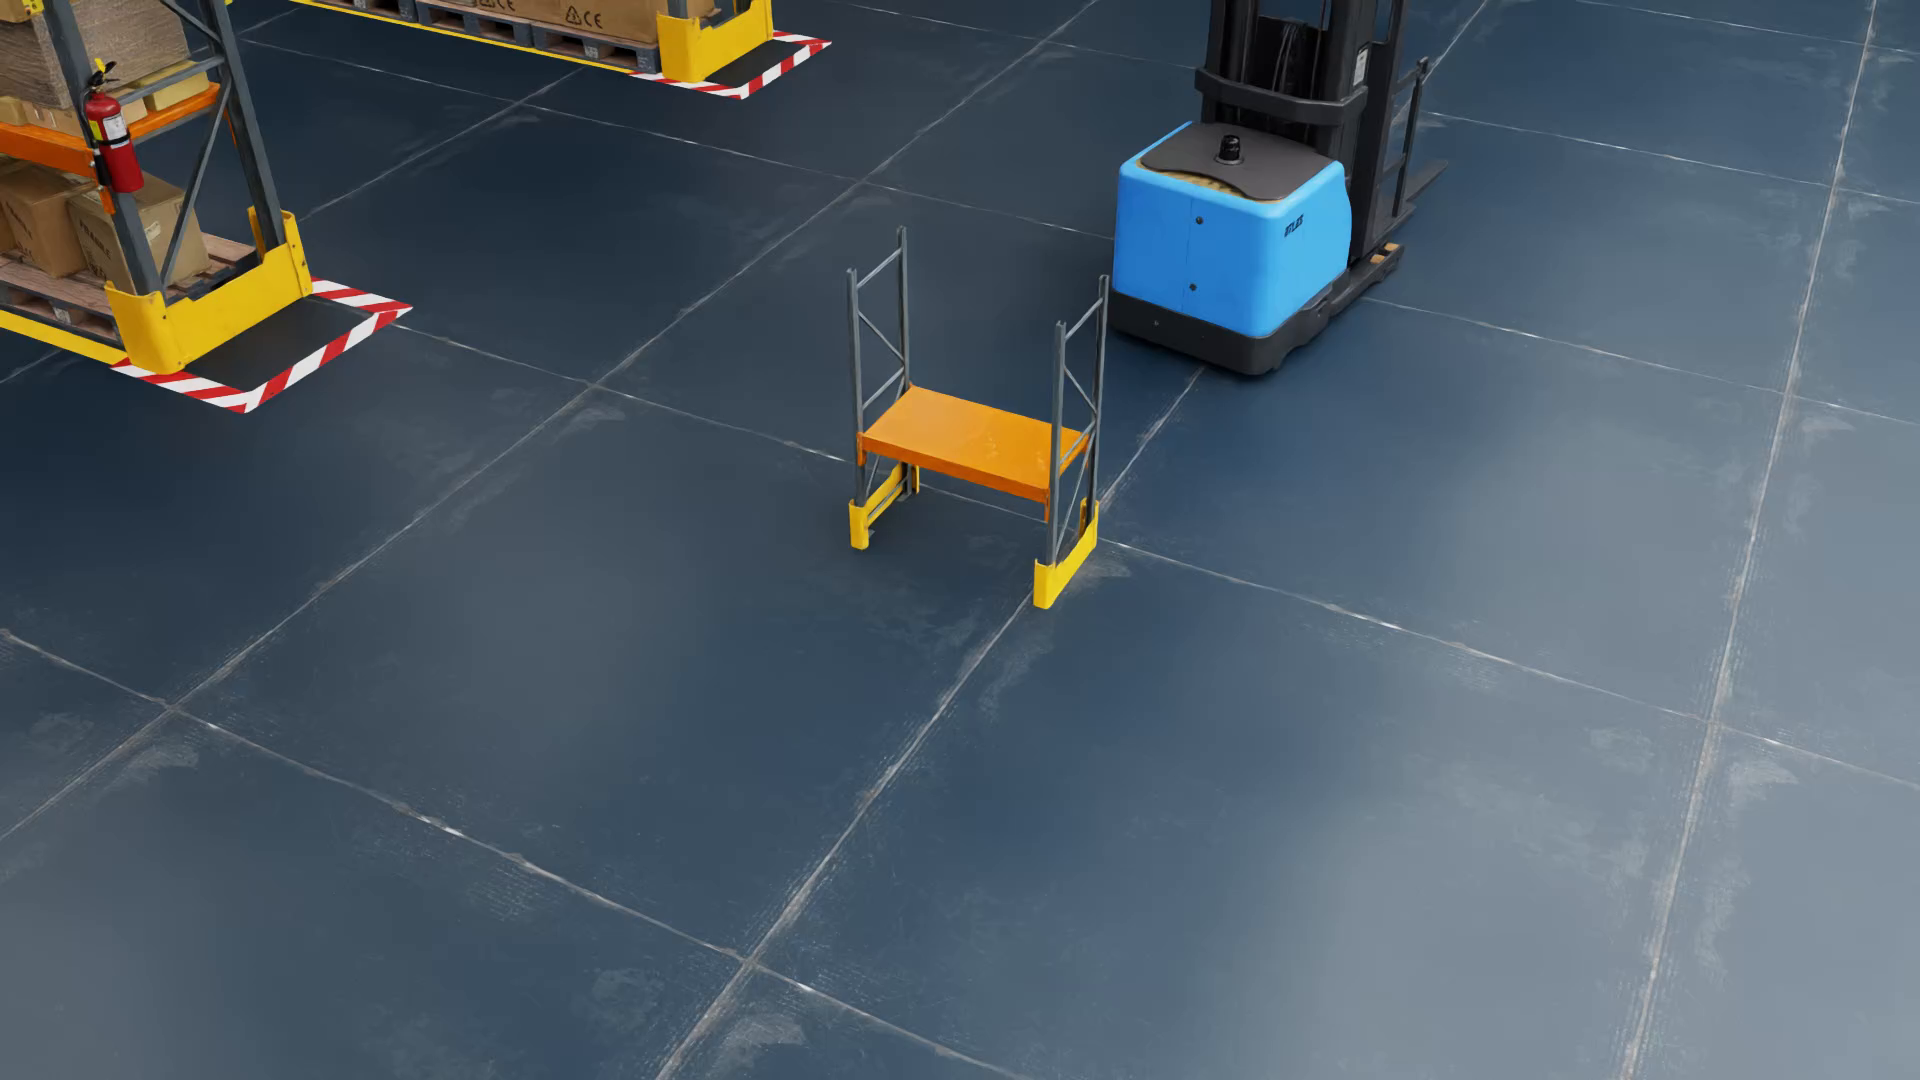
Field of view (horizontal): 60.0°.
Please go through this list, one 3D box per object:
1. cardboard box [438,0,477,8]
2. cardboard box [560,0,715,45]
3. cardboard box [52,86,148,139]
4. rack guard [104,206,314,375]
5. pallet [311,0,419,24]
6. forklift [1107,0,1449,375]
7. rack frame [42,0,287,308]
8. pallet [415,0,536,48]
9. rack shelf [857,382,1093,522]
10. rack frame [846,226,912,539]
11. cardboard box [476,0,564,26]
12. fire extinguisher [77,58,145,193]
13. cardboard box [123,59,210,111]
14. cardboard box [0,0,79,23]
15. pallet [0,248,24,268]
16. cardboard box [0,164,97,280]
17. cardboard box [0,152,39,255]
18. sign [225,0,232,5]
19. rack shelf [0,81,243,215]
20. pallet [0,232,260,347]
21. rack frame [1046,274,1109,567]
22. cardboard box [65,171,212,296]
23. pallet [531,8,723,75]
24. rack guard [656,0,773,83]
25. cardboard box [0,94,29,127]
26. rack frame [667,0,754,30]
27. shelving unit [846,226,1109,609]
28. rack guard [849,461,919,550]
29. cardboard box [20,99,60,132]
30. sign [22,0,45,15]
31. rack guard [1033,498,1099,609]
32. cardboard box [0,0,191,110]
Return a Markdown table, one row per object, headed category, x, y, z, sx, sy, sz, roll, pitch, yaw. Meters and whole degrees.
| category | x | y | z | sx | sy | sz | roll | pitch | yaw |
| --- | --- | --- | --- | --- | --- | --- | --- | --- | --- |
| cardboard box | -4.181 | -5.070 | 13.858 | 0.875 | 0.875 | 0.875 | 18 | 41 | 22 |
| cardboard box | -2.590 | -4.572 | 13.202 | 0.875 | 0.875 | 0.875 | 18 | 41 | 22 |
| cardboard box | -4.677 | -2.331 | 9.048 | 0.250 | 0.149 | 0.380 | 17 | 41 | 21 |
| rack guard | -4.396 | -1.489 | 9.798 | 0.348 | 0.500 | 1.175 | 17 | 41 | 21 |
| pallet | -4.871 | -4.846 | 14.460 | 1.213 | 0.211 | 1.003 | 17 | 41 | 21 |
| forklift | 2.147 | -2.938 | 9.696 | 1.130 | 2.935 | 3.031 | 24 | 43 | 28 |
| rack frame | -4.329 | -2.463 | 9.014 | 0.127 | 3.000 | 1.000 | 17 | 41 | 21 |
| pallet | -3.783 | -4.507 | 14.014 | 1.213 | 0.211 | 1.003 | 17 | 41 | 21 |
| rack shelf | 0.076 | -0.430 | 7.874 | 1.000 | 0.185 | 0.538 | 17 | 41 | 21 |
| rack frame | -0.376 | -0.715 | 7.952 | 0.032 | 1.500 | 0.500 | 17 | 41 | 21 |
| cardboard box | -3.373 | -4.816 | 13.523 | 0.875 | 0.875 | 0.875 | 17 | 40 | 21 |
| fire extinguisher | -4.439 | -2.153 | 8.670 | 0.183 | 0.674 | 0.296 | 17 | 41 | 21 |
| cardboard box | -4.472 | -2.570 | 9.363 | 0.250 | 0.149 | 0.380 | 17 | 41 | 21 |
| cardboard box | -4.931 | -3.040 | 8.618 | 0.500 | 0.500 | 0.500 | 17 | 41 | 21 |
| pallet | -6.181 | -1.958 | 10.655 | 1.213 | 0.211 | 1.003 | 17 | 41 | 21 |
| cardboard box | -5.422 | -1.965 | 10.078 | 0.500 | 0.500 | 0.500 | 29 | 46 | 33 |
| cardboard box | -5.969 | -2.149 | 10.321 | 0.500 | 0.500 | 0.500 | 21 | 42 | 26 |
| sign | -4.079 | -3.099 | 9.136 | 0.005 | 0.325 | 0.100 | 17 | 41 | 21 |
| rack shelf | -6.105 | -2.733 | 9.964 | 4.000 | 0.370 | 1.077 | 17 | 41 | 21 |
| pallet | -5.101 | -1.618 | 10.208 | 1.213 | 0.211 | 1.003 | 17 | 41 | 21 |
| rack frame | 0.527 | -0.432 | 7.579 | 0.032 | 1.500 | 0.500 | 17 | 41 | 21 |
| cardboard box | -4.875 | -1.817 | 9.883 | 0.500 | 0.500 | 0.500 | 25 | 44 | 29 |
| pallet | -2.704 | -4.168 | 13.566 | 1.213 | 0.211 | 1.003 | 17 | 41 | 21 |
| rack guard | -1.937 | -4.096 | 13.232 | 0.348 | 0.500 | 1.175 | 17 | 41 | 21 |
| cardboard box | -5.144 | -2.443 | 9.196 | 0.250 | 0.149 | 0.380 | 17 | 41 | 21 |
| rack frame | -1.958 | -5.098 | 12.485 | 0.127 | 3.000 | 1.000 | 17 | 41 | 21 |
| shelving unit | 0.068 | -0.576 | 7.769 | 1.083 | 1.500 | 0.587 | 17 | 41 | 21 |
| rack guard | -0.375 | -0.217 | 8.329 | 0.087 | 0.250 | 0.587 | 17 | 41 | 21 |
| cardboard box | -4.898 | -2.401 | 9.140 | 0.250 | 0.149 | 0.380 | 17 | 41 | 21 |
| sign | -4.602 | -2.758 | 8.183 | 0.005 | 0.325 | 0.100 | 17 | 41 | 21 |
| rack guard | 0.510 | 0.060 | 7.964 | 0.087 | 0.250 | 0.587 | 17 | 41 | 21 |
| cardboard box | -4.804 | -2.789 | 9.115 | 0.500 | 0.500 | 0.875 | 17 | 41 | 21 |
